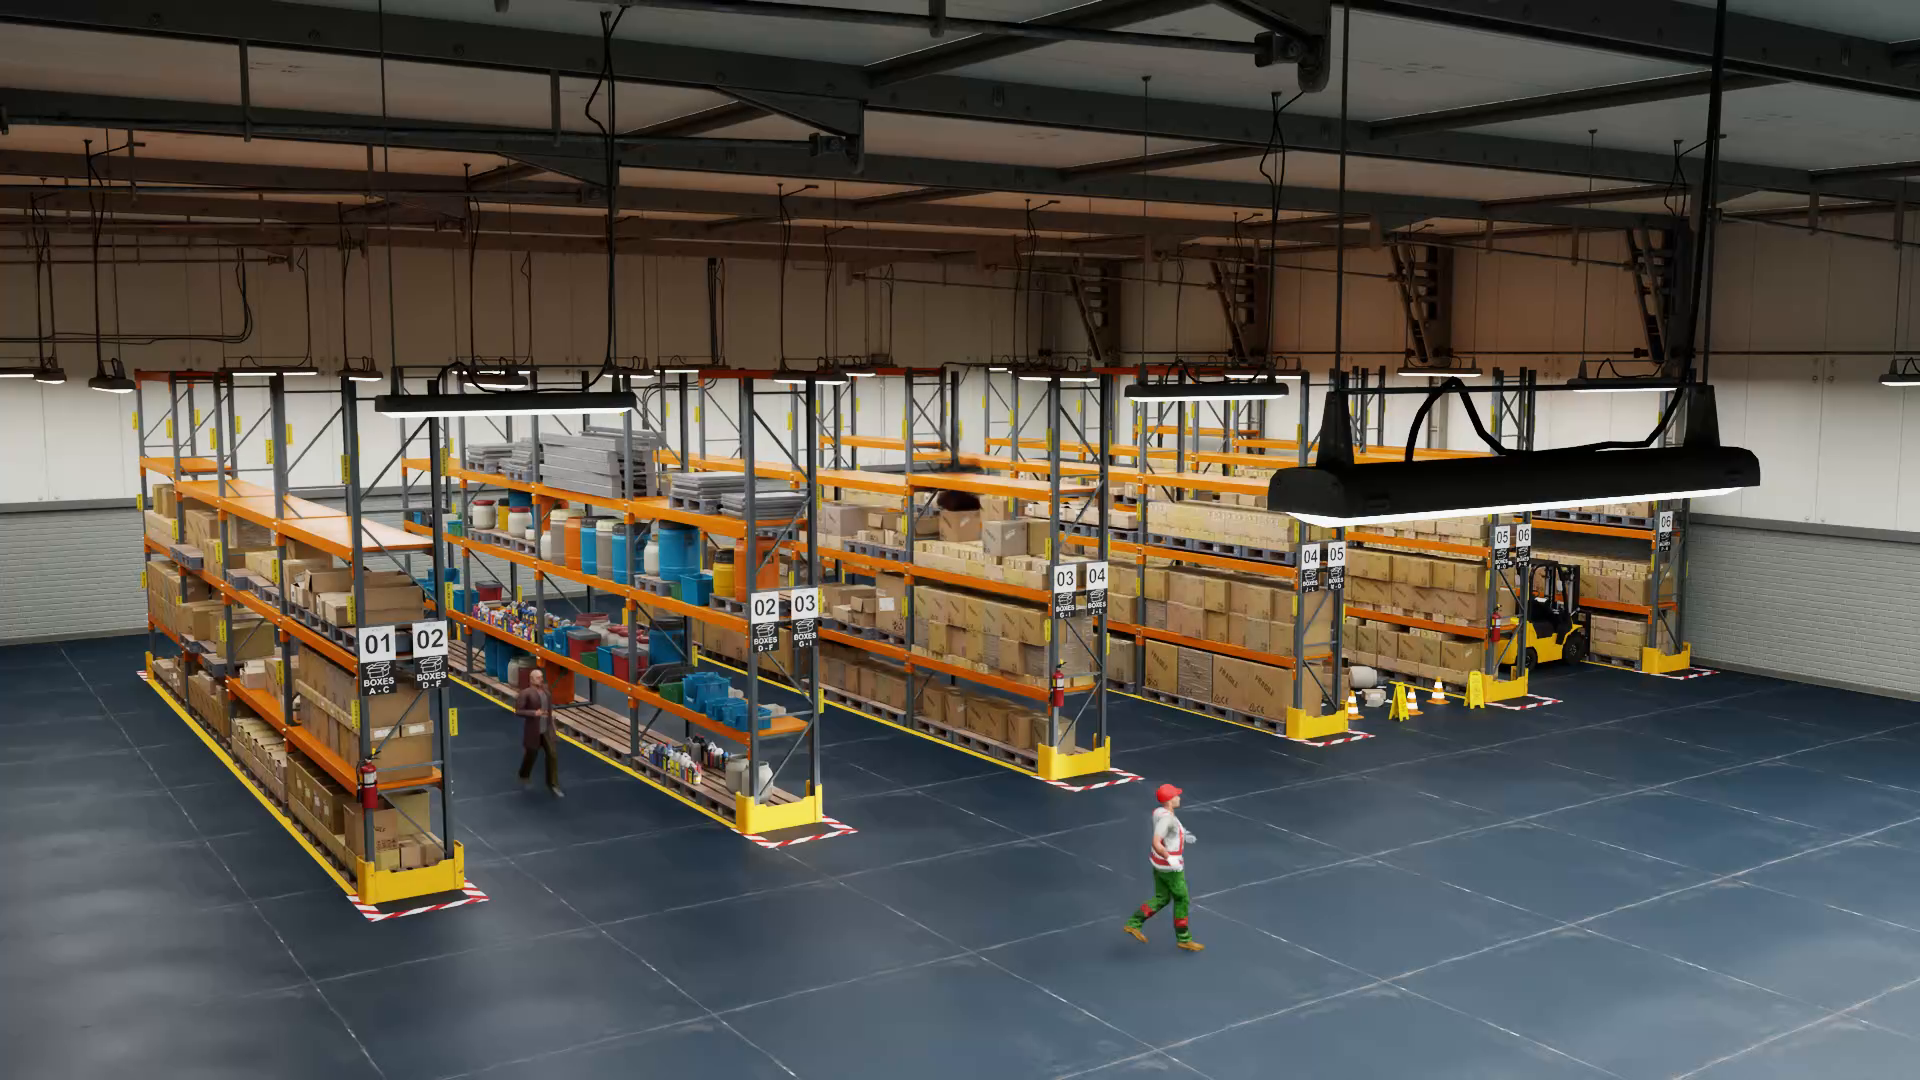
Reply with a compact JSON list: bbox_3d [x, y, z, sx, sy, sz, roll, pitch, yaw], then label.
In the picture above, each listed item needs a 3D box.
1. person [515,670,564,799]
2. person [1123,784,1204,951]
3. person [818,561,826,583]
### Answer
[{"bbox_3d":[-6.066,2.751,23.803,0.696,1.825,0.950,-6,9,-42],"label":"person"},{"bbox_3d":[2.168,3.456,17.561,0.862,1.796,0.651,-1,7,-8],"label":"person"},{"bbox_3d":[-3.275,1.264,38.155,0.525,1.538,0.528,-5,8,-38],"label":"person"}]
